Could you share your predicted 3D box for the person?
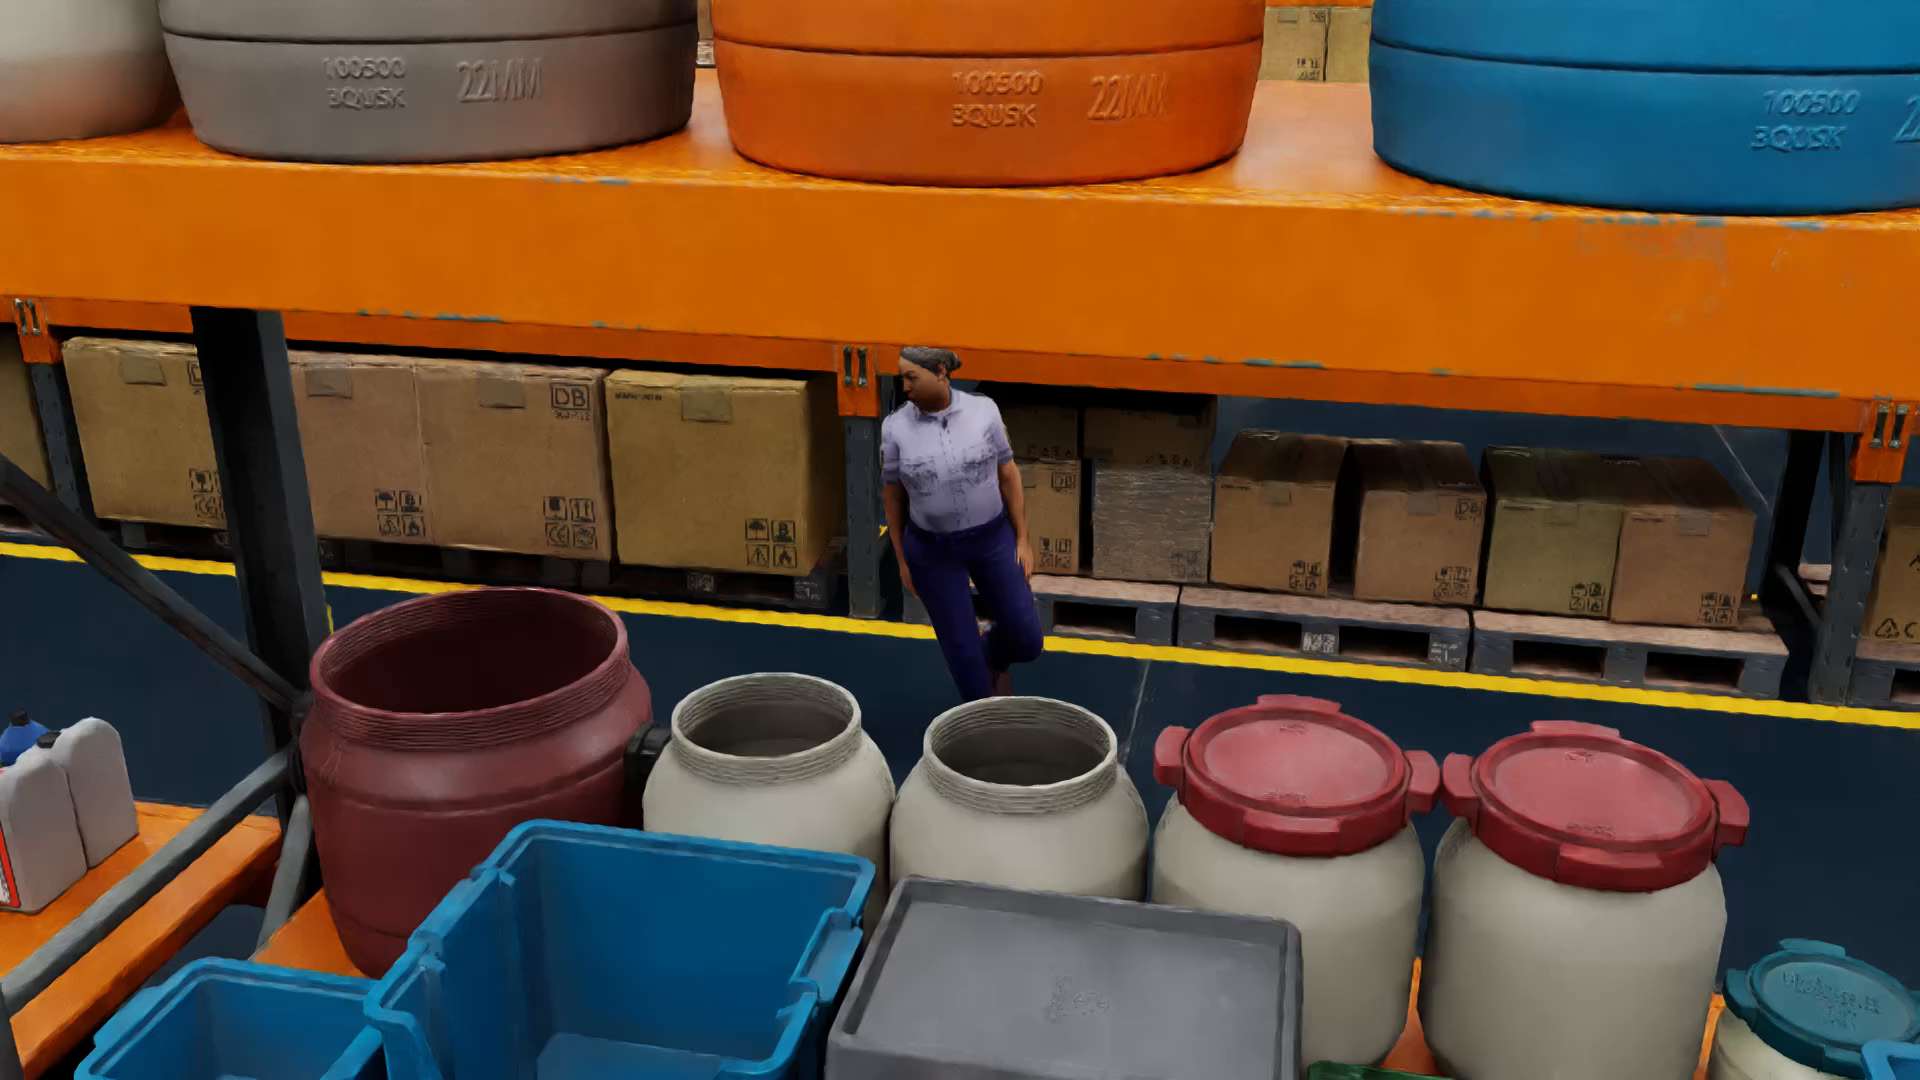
[{"bbox_3d":[0.001,0.039,6.052,0.564,1.615,0.594,-4,22,-10],"label":"person"}]
